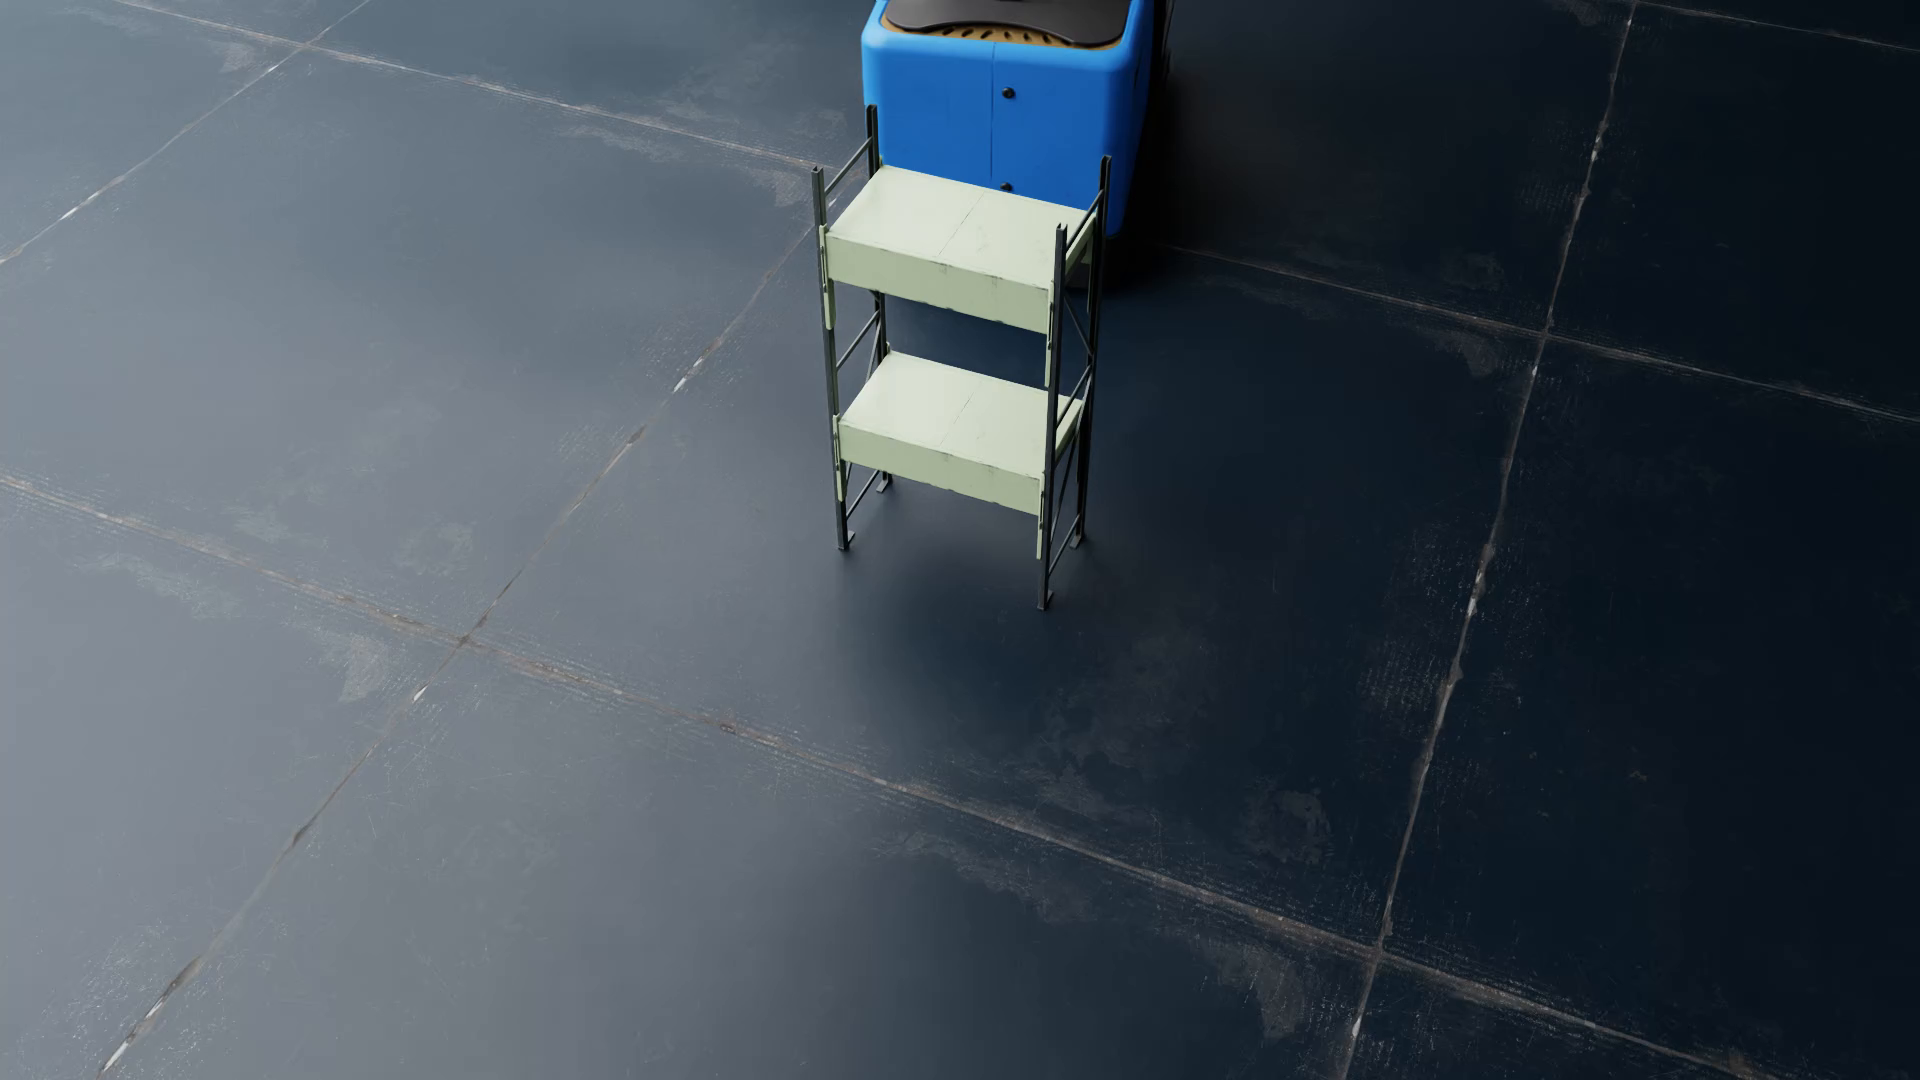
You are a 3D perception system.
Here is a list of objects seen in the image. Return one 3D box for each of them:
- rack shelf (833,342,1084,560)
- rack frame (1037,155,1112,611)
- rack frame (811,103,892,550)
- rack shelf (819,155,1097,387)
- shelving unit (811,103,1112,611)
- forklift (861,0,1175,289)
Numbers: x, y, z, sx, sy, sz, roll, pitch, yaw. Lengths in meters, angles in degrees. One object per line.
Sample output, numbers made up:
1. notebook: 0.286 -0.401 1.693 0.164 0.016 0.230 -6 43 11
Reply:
1. rack shelf: 0.006 -0.299 5.449 0.720 0.370 0.431 16 47 16
2. rack frame: 0.344 -0.430 5.119 0.023 1.500 0.400 16 47 16
3. rack frame: -0.332 -0.629 5.319 0.023 1.500 0.400 16 47 16
4. rack shelf: 0.006 -0.807 4.944 0.720 0.370 0.431 16 47 16
5. shelving unit: 0.006 -0.530 5.219 0.755 1.500 0.431 16 47 16
6. forklift: 0.392 -3.093 6.781 1.130 2.935 3.031 7 45 7
